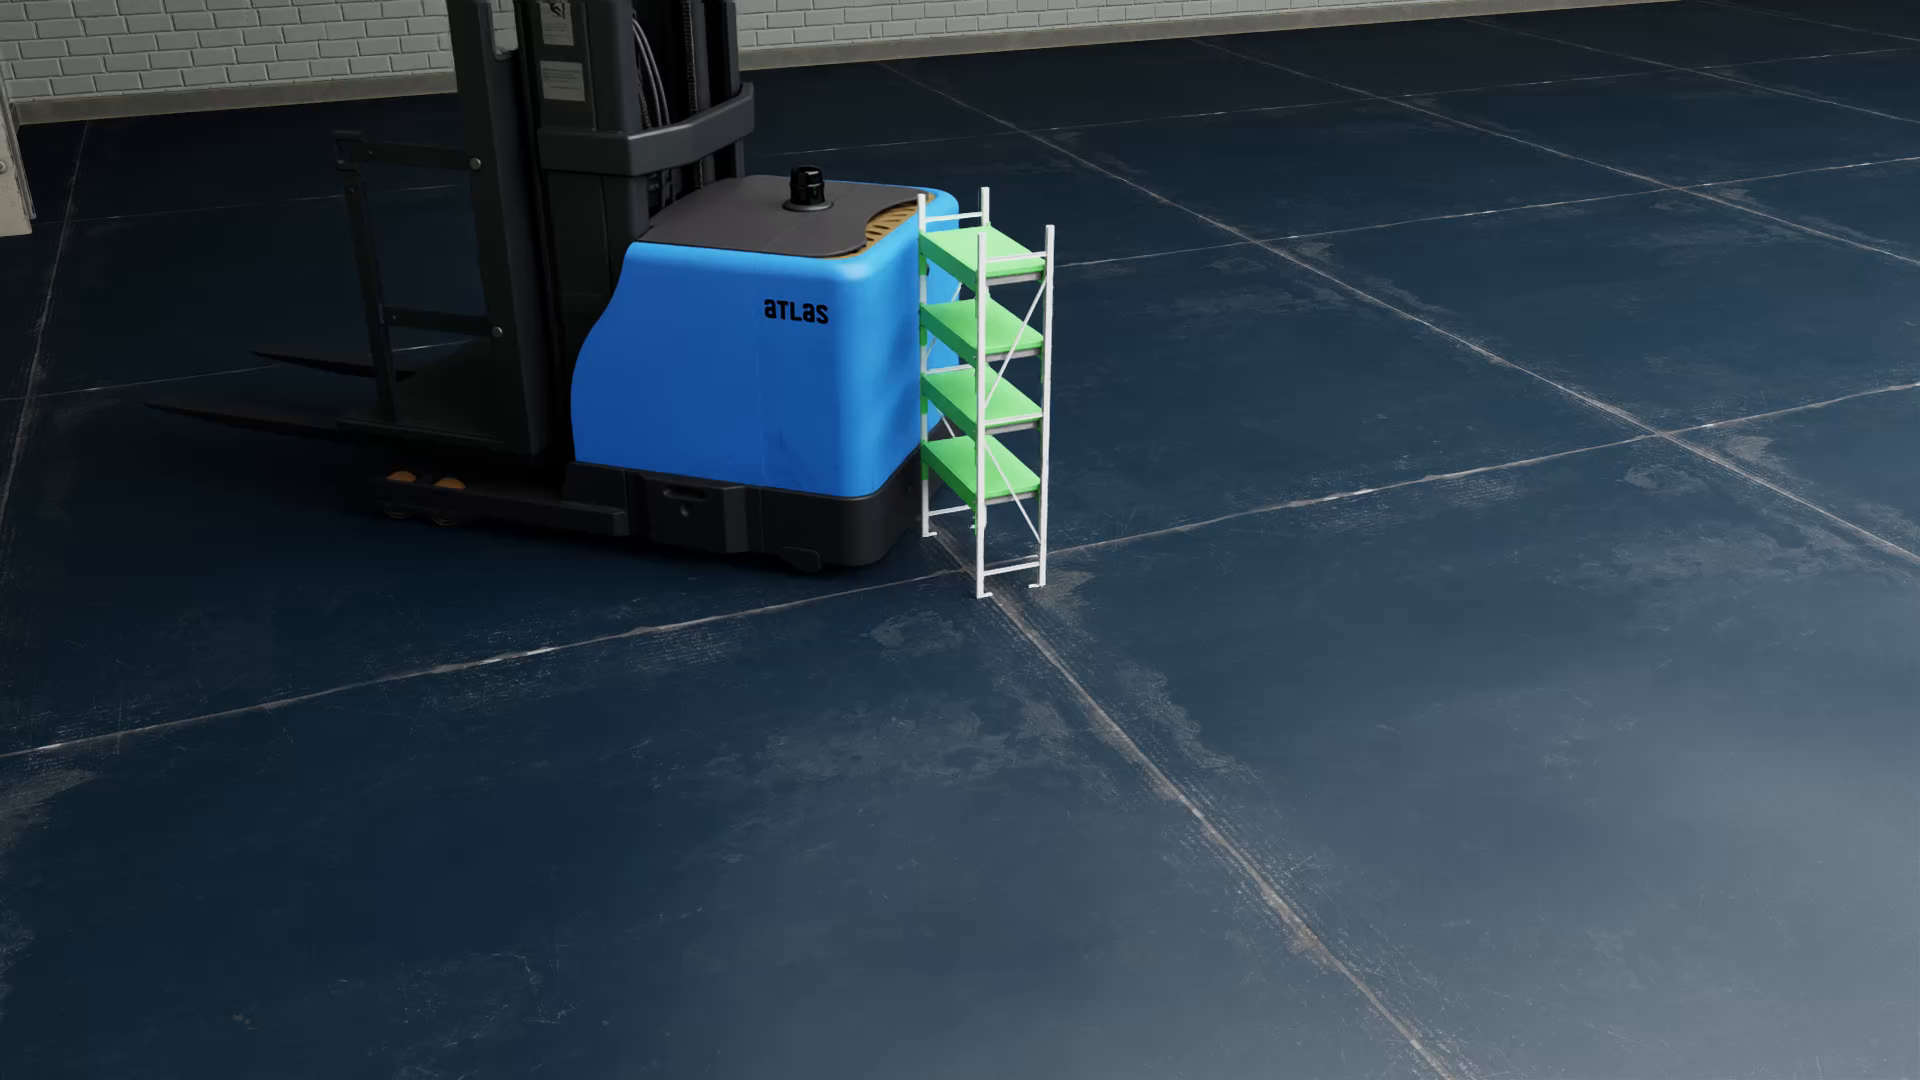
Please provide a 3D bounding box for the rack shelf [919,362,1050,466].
[{"bbox_3d":[0.072,-0.413,5.375,0.258,0.148,0.480,-10,28,-20],"label":"rack shelf"}]

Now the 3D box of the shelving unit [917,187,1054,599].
[{"bbox_3d":[0.072,-0.471,5.347,0.258,1.200,0.503,-10,28,-20],"label":"shelving unit"}]

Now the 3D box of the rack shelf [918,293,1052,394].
[{"bbox_3d":[0.072,-0.629,5.269,0.258,0.148,0.480,-10,28,-20],"label":"rack shelf"}]

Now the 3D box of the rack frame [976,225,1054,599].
[{"bbox_3d":[0.165,-0.372,5.144,0.240,1.200,0.015,-10,28,-20],"label":"rack frame"}]

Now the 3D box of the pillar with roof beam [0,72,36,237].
[{"bbox_3d":[-1.416,-6.539,8.886,9.100,9.000,0.400,-11,28,-21],"label":"pillar with roof beam"}]

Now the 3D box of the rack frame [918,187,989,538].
[{"bbox_3d":[-0.020,-0.570,5.550,0.240,1.200,0.015,-10,28,-20],"label":"rack frame"}]

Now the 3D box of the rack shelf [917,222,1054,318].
[{"bbox_3d":[0.072,-0.845,5.164,0.258,0.148,0.480,-10,28,-20],"label":"rack shelf"}]

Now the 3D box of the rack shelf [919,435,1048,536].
[{"bbox_3d":[0.072,-0.198,5.480,0.258,0.148,0.480,-10,28,-20],"label":"rack shelf"}]

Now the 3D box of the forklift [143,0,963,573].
[{"bbox_3d":[-1.565,-1.577,5.638,3.031,2.935,1.130,8,27,16],"label":"forklift"}]
